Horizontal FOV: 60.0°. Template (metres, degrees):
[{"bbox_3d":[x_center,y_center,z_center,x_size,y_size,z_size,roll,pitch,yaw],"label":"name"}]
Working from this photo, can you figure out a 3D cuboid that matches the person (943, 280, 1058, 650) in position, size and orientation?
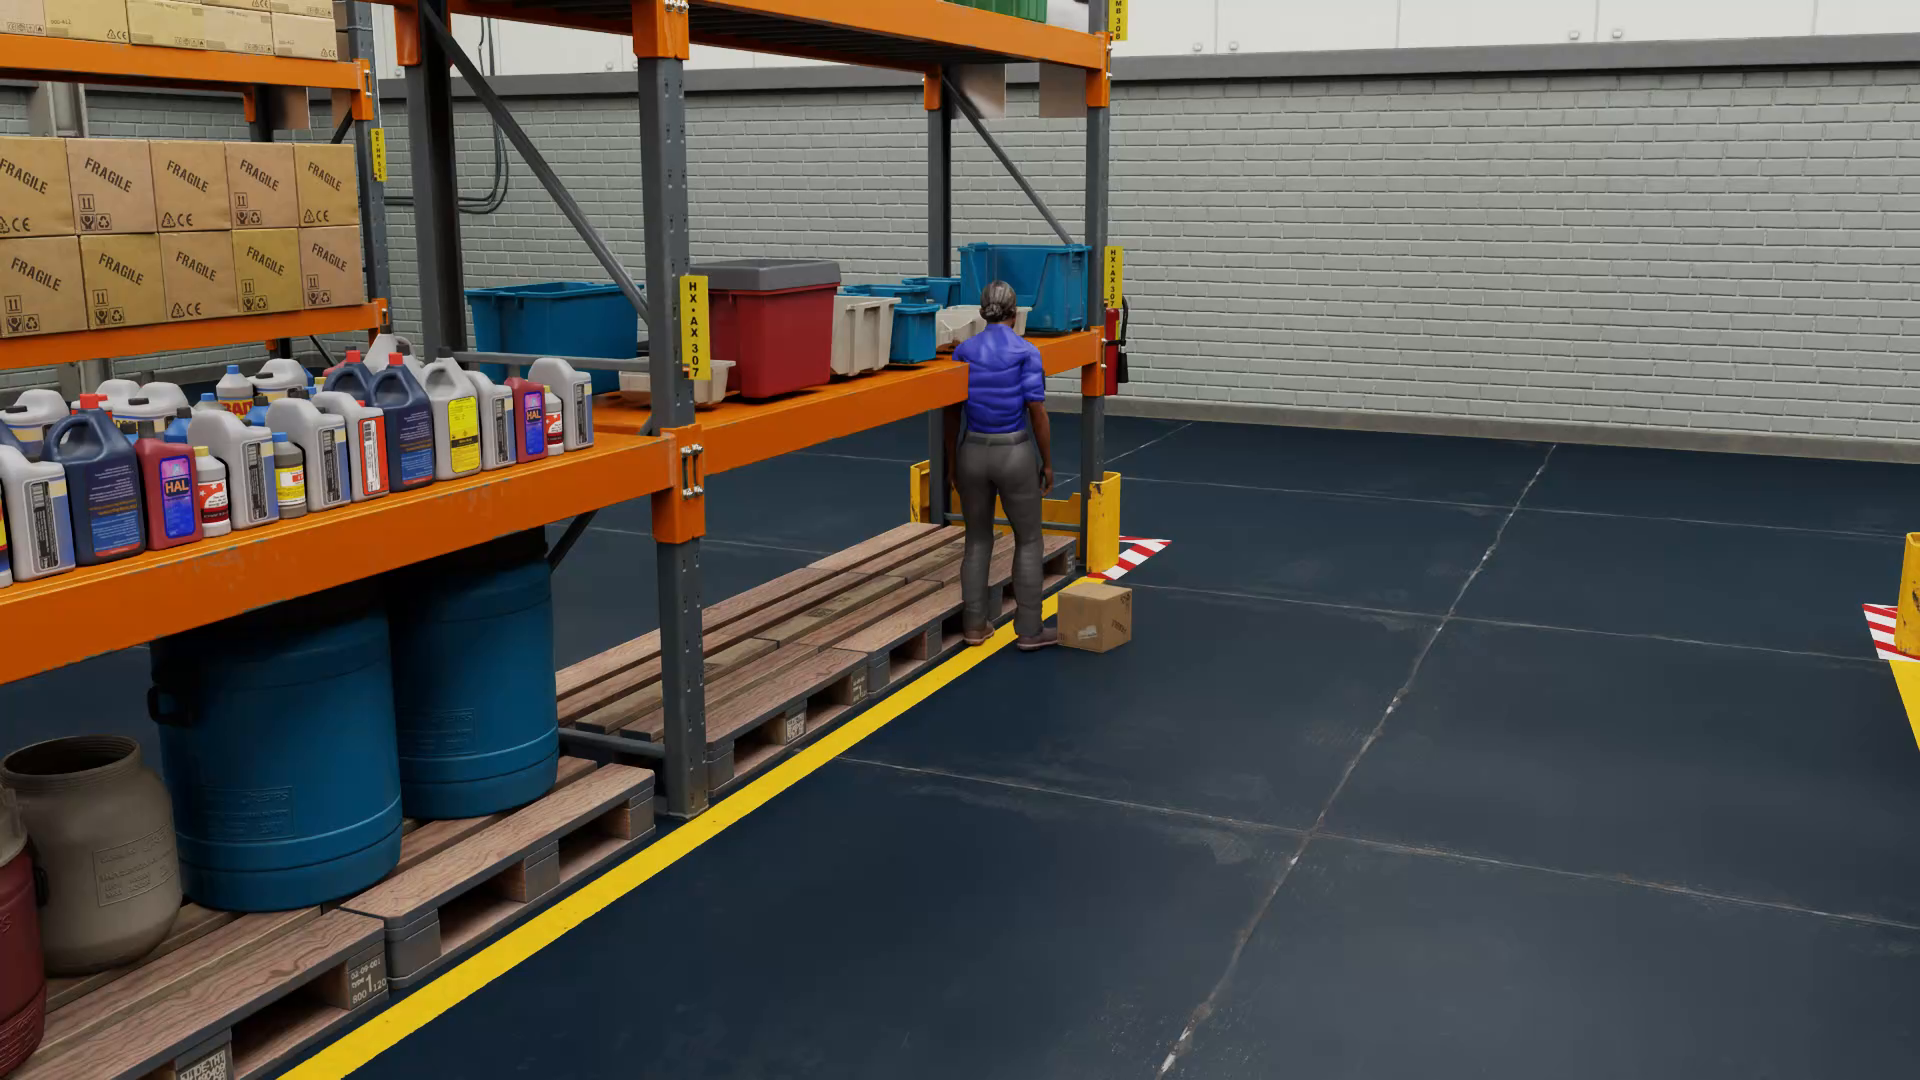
[{"bbox_3d":[0.188,-0.335,7.509,0.534,1.655,0.347,5,13,20],"label":"person"}]
